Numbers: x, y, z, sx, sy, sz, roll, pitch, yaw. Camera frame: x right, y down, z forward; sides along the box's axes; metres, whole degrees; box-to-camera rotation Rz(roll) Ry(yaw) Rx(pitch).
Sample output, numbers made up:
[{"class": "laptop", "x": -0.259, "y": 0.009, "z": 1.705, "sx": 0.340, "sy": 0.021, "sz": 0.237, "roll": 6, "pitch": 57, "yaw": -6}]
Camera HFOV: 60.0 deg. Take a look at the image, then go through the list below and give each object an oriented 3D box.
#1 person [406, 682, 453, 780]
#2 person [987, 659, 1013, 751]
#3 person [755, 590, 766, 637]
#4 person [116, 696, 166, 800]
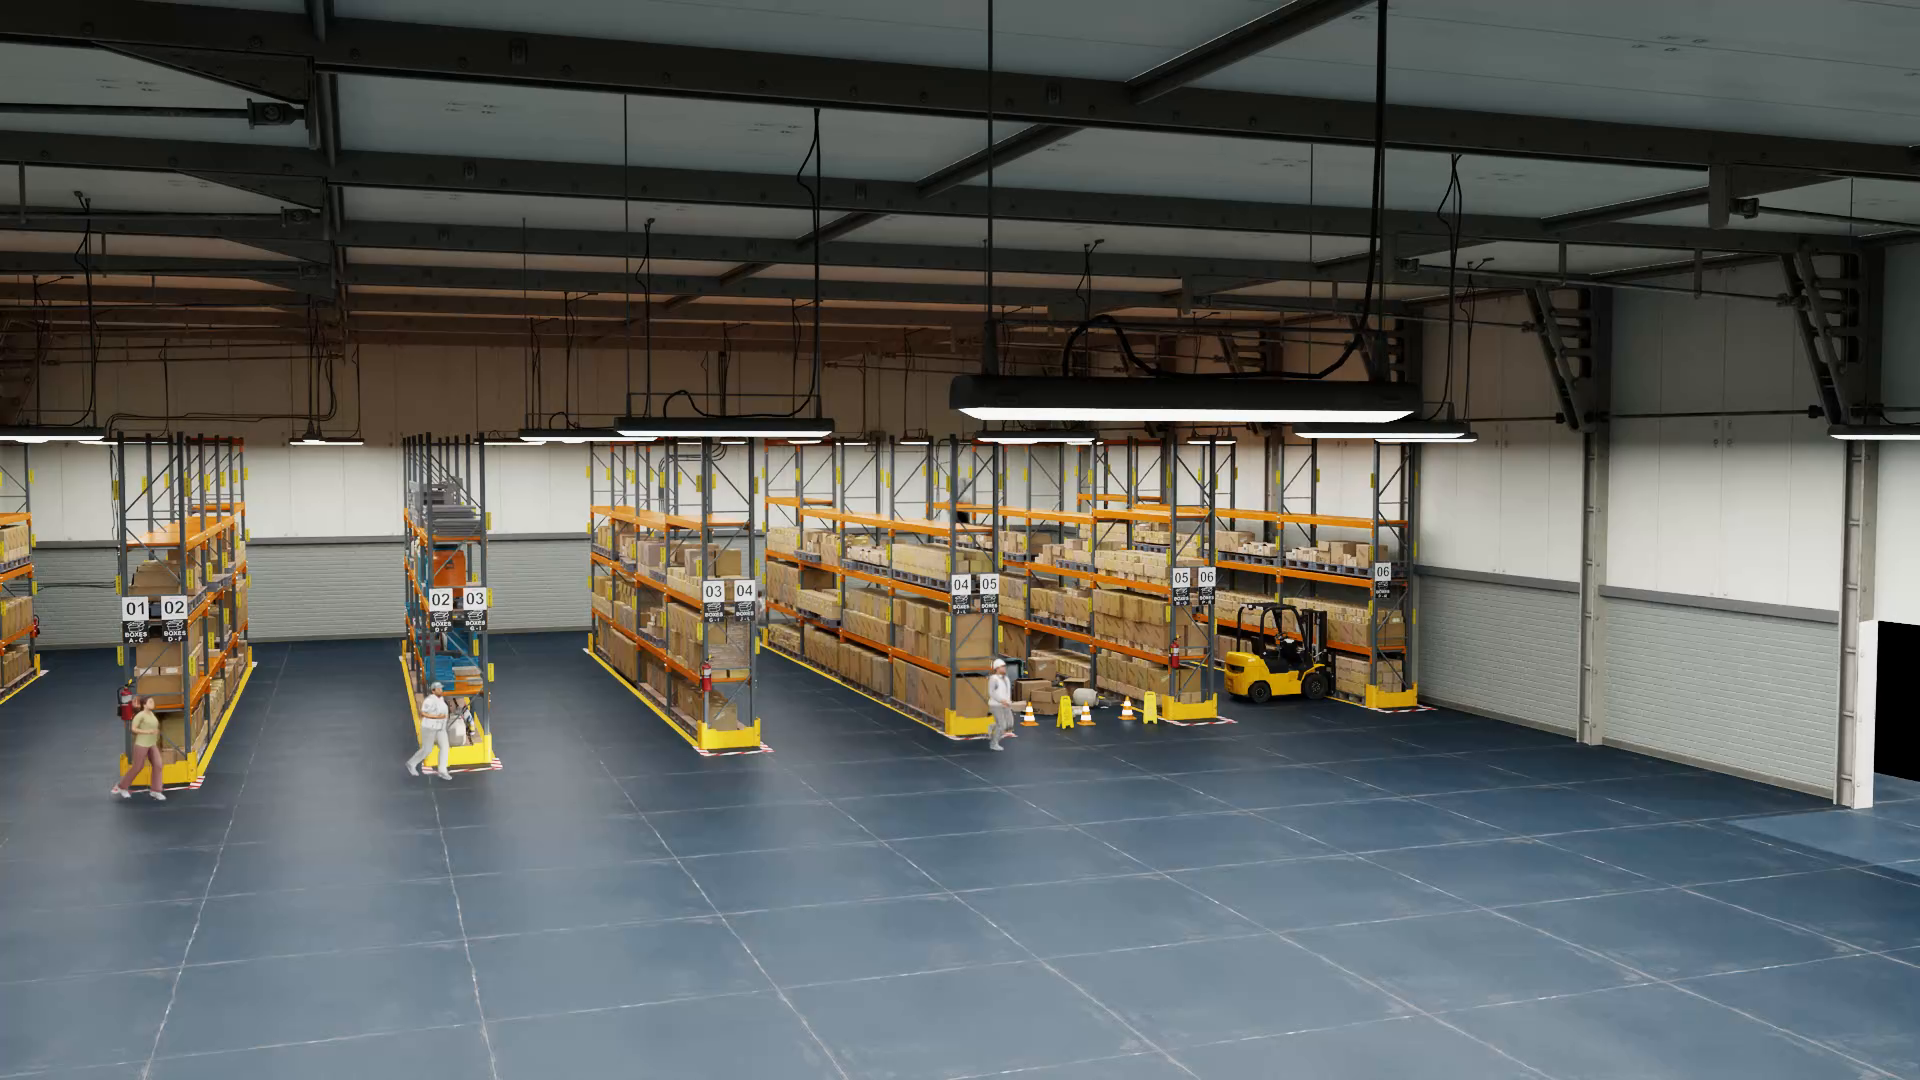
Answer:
[{"class": "person", "x": -9.142, "y": 3.298, "z": 28.844, "sx": 0.856, "sy": 1.678, "sz": 0.615, "roll": 1, "pitch": 3, "yaw": 21}, {"class": "person", "x": 0.758, "y": 3.114, "z": 31.528, "sx": 0.642, "sy": 1.726, "sz": 0.679, "roll": 2, "pitch": 4, "yaw": 36}, {"class": "person", "x": -5.946, "y": 2.239, "z": 49.291, "sx": 0.515, "sy": 1.546, "sz": 0.579, "roll": -1, "pitch": 3, "yaw": -25}, {"class": "person", "x": -13.262, "y": 3.369, "z": 27.070, "sx": 0.893, "sy": 1.676, "sz": 0.603, "roll": 1, "pitch": 3, "yaw": 12}]
